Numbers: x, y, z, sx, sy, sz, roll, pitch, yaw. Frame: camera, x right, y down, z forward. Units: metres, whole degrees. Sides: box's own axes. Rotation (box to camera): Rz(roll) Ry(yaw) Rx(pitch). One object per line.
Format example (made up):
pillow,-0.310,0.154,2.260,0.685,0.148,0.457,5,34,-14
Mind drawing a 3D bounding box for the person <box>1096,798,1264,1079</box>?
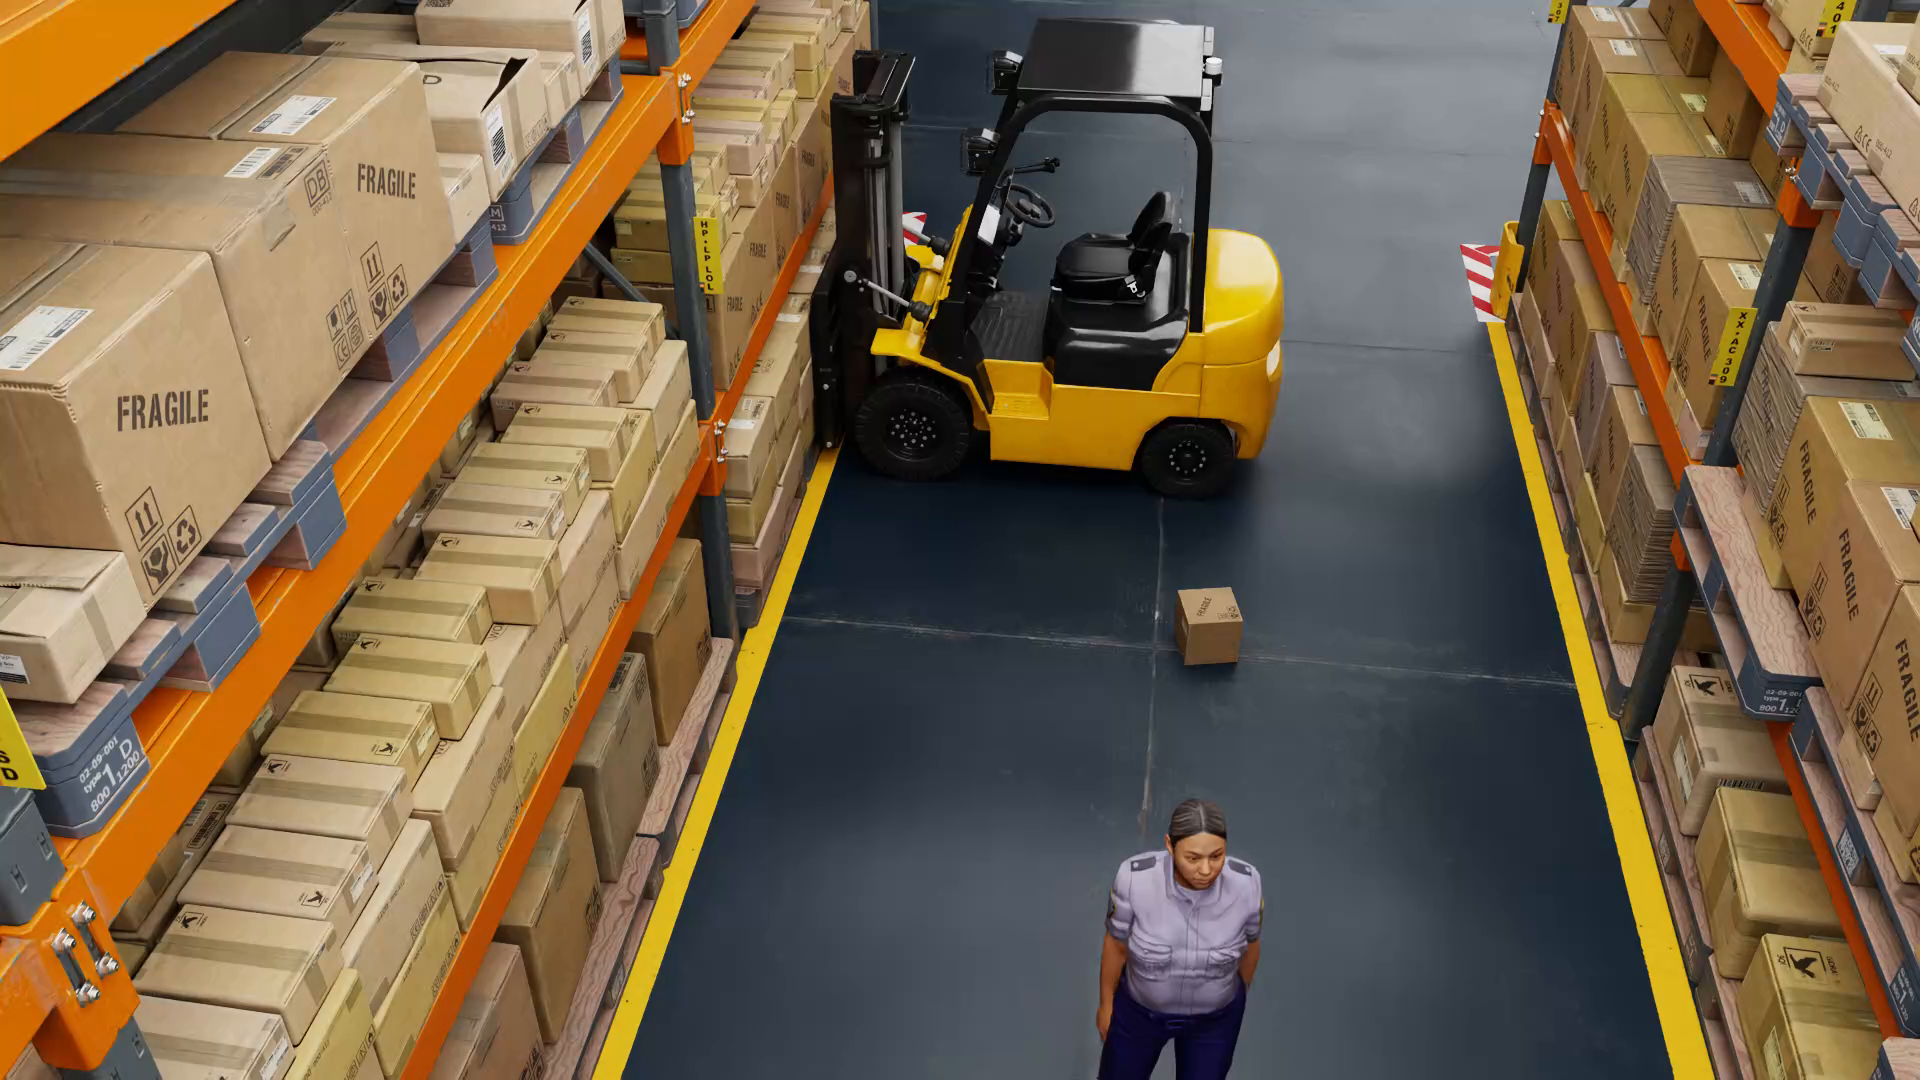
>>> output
person,0.661,1.397,5.113,0.482,1.630,0.607,2,36,3
